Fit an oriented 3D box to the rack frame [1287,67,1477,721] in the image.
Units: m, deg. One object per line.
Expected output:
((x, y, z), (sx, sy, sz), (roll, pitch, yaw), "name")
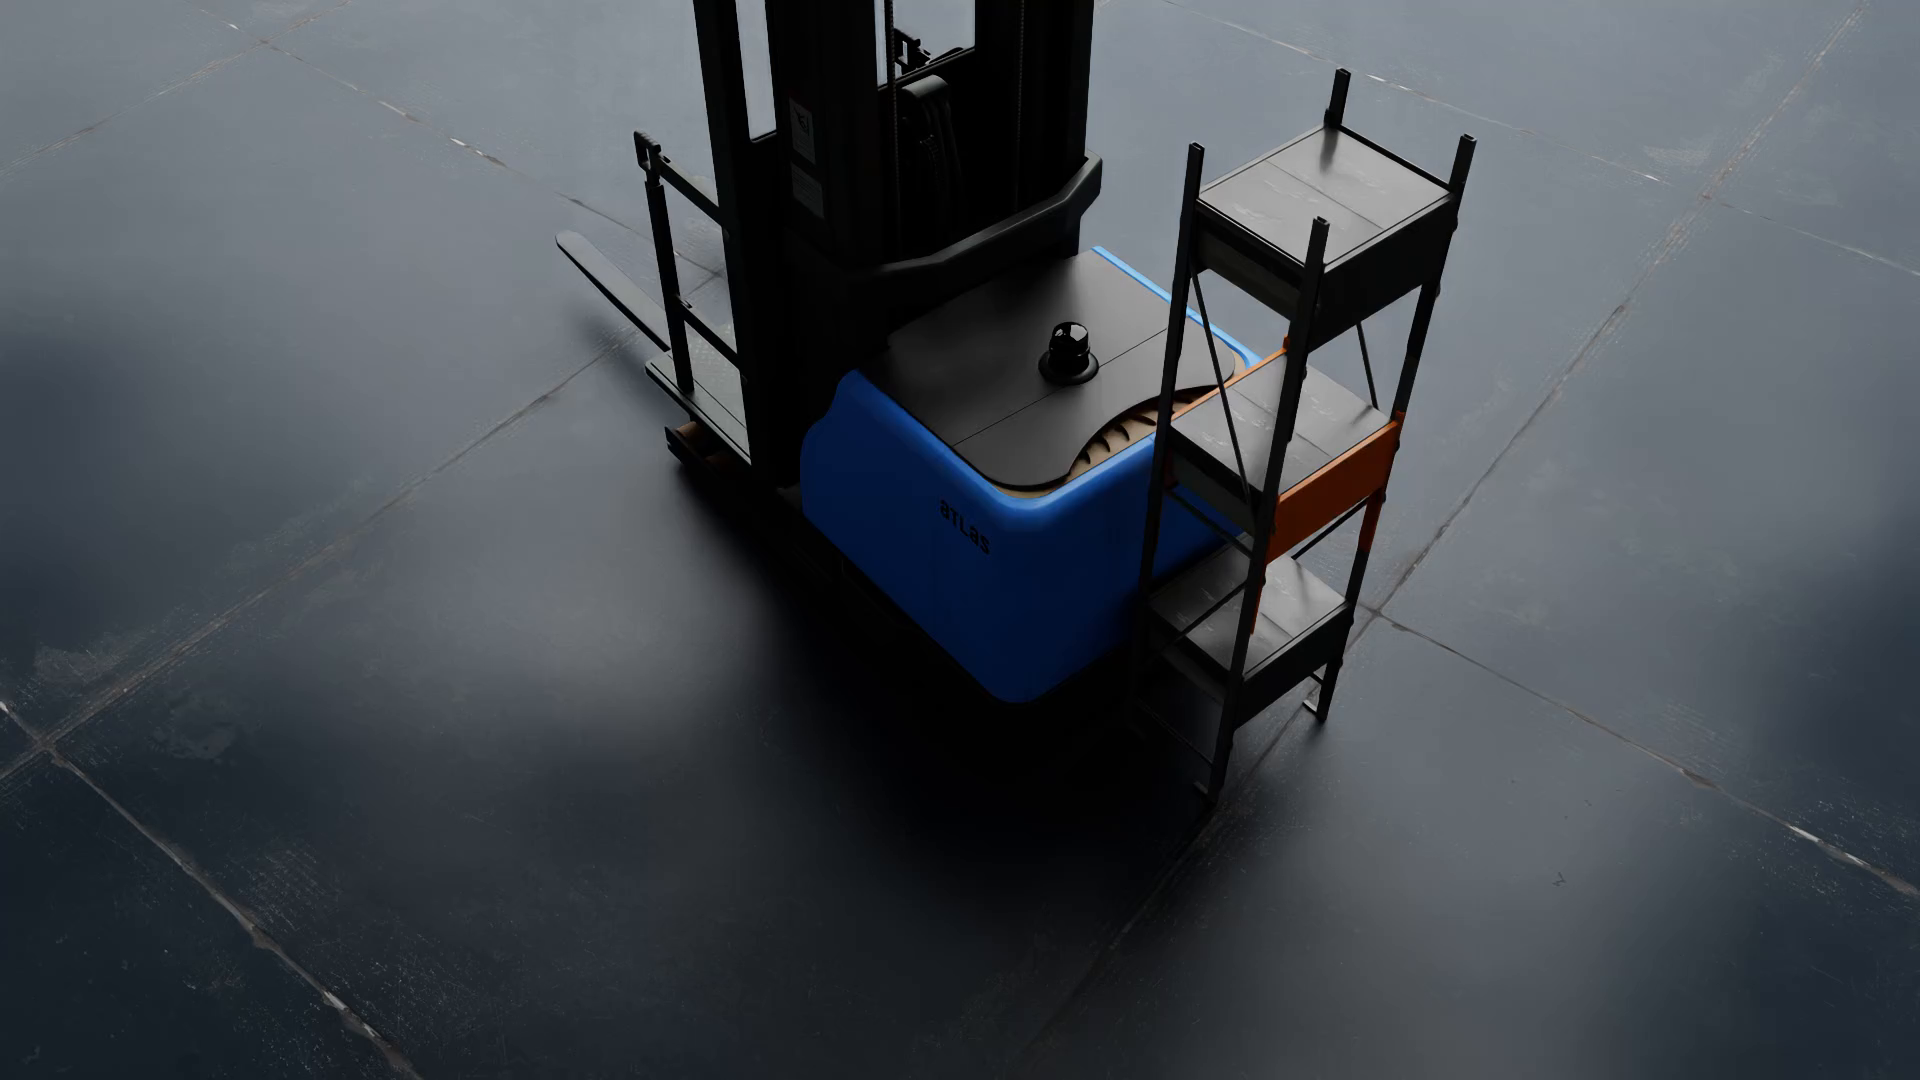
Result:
((1.017, -0.273, 4.559), (0.015, 2.100, 0.400), (-31, 54, -26), "rack frame")

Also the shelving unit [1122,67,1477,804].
((0.829, -0.160, 4.451), (0.503, 2.100, 0.431), (-31, 54, -26), "shelving unit")

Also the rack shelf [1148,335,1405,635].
((0.829, -0.151, 4.461), (0.480, 0.518, 0.431), (-31, 54, -26), "rack shelf")

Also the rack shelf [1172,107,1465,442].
((0.829, -0.634, 3.954), (0.480, 0.518, 0.431), (-31, 54, -26), "rack shelf")

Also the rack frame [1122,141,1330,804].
((0.642, -0.047, 4.343), (0.015, 2.100, 0.400), (-31, 54, -26), "rack frame")

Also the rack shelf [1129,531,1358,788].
((0.829, 0.333, 4.967), (0.480, 0.518, 0.431), (-31, 54, -26), "rack shelf")

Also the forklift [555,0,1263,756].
((-0.396, -1.367, 5.029), (1.130, 2.935, 3.031), (-30, 53, -26), "forklift")
